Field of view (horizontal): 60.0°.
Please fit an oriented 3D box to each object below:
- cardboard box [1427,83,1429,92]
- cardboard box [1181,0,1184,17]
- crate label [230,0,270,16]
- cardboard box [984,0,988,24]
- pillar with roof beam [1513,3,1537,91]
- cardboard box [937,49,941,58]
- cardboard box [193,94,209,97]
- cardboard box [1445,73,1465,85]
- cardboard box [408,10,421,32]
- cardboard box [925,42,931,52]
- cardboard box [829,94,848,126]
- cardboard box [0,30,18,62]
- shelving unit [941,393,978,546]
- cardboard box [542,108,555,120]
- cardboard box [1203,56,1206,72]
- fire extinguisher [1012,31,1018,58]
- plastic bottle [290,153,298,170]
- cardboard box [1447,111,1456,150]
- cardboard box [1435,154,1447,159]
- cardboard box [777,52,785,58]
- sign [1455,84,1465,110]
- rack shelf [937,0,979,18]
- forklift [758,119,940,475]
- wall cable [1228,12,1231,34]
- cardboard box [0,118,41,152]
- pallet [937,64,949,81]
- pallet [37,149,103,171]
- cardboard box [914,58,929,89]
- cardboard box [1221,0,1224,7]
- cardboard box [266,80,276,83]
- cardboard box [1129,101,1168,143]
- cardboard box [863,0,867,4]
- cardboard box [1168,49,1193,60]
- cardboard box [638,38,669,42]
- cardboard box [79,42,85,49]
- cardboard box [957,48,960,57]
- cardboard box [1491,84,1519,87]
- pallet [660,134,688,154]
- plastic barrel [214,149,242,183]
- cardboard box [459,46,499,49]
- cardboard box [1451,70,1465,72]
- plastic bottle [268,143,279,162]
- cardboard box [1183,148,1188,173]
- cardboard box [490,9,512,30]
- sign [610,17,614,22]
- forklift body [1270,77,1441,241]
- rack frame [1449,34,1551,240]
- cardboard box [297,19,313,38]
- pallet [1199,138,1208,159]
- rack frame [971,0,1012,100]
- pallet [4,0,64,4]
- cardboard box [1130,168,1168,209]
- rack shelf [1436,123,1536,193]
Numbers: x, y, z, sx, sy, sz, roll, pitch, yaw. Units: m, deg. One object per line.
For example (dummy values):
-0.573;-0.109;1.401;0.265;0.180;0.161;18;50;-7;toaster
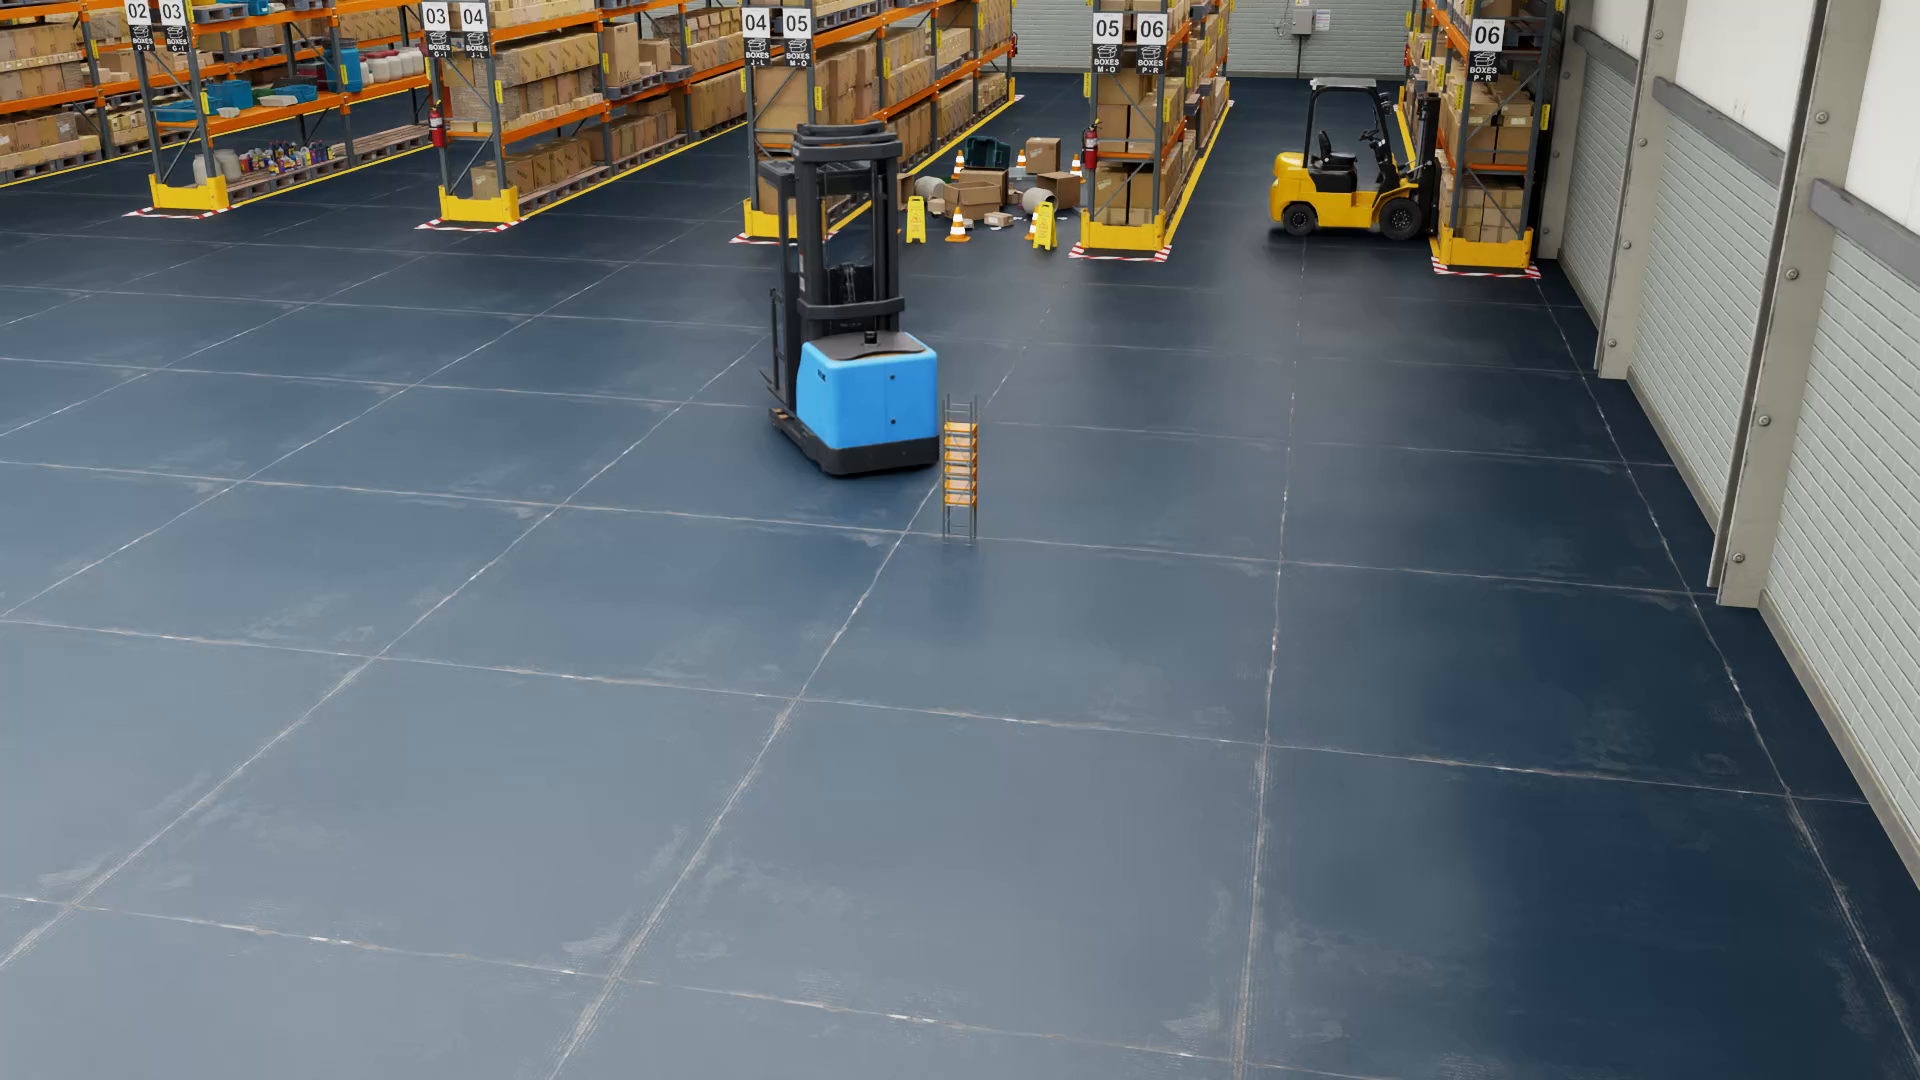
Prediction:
8.465;-7.892;29.134;0.500;0.250;0.500;5;22;11;cardboard box
3.071;-7.927;24.808;0.500;0.250;0.500;4;22;10;cardboard box
-11.543;-8.671;27.052;0.502;0.251;0.408;4;22;11;crate label
0.305;-11.271;35.453;0.500;0.500;0.500;4;22;9;cardboard box
5.196;-10.671;27.803;9.100;9.000;0.400;4;22;11;pillar with roof beam
-0.584;-9.300;31.805;0.380;0.149;0.250;6;23;13;cardboard box
-15.330;-8.963;33.962;0.500;0.311;0.500;5;22;12;cardboard box
7.623;-7.033;25.402;0.380;0.149;0.250;5;22;12;cardboard box
-13.657;-12.782;40.941;0.500;0.500;0.500;5;23;13;cardboard box
-0.647;-9.333;31.489;0.380;0.149;0.250;4;22;11;cardboard box
-2.205;-6.503;25.286;0.875;0.550;0.550;4;22;11;cardboard box
-16.672;-8.466;28.489;0.700;0.500;0.500;4;22;11;cardboard box
-0.003;-0.551;13.116;0.258;1.200;0.189;4;22;11;shelving unit
-6.707;-6.822;26.615;0.380;0.149;0.250;4;22;11;cardboard box
4.279;-8.811;30.747;0.500;0.250;0.500;4;22;11;cardboard box
1.203;-11.596;38.735;0.296;0.674;0.183;4;22;11;fire extinguisher
-11.442;-6.503;28.549;0.097;0.271;0.097;0;22;0;plastic bottle
7.224;-5.802;23.611;0.500;0.500;0.500;4;22;10;cardboard box
7.458;-5.686;25.237;0.500;0.250;0.500;4;22;11;cardboard box
-4.373;-10.800;38.435;0.875;0.875;0.875;4;22;11;cardboard box
6.634;-5.873;22.053;0.100;0.325;0.005;4;22;11;sign
-0.524;-10.612;32.635;1.077;0.370;4.000;4;22;11;rack shelf
-1.201;-2.450;15.513;1.130;2.935;3.031;-9;23;-20;forklift
6.694;-13.958;42.593;0.585;1.953;0.123;4;22;11;wall cable
-16.461;-7.063;28.990;0.500;0.500;0.500;4;22;11;cardboard box
-0.891;-9.002;31.948;1.213;0.211;1.003;4;22;11;pallet
-16.484;-6.950;30.328;1.003;0.211;1.213;4;22;11;pallet
-0.864;-8.501;30.313;0.500;0.500;0.500;4;22;11;cardboard box
5.398;-11.407;35.322;0.380;0.149;0.250;5;22;11;cardboard box
-14.782;-9.750;36.303;0.500;0.500;0.500;4;22;9;cardboard box
2.670;-5.893;23.438;0.500;0.500;0.500;4;22;10;cardboard box
-1.664;-8.438;25.914;0.380;0.149;0.250;5;22;11;cardboard box
3.560;-7.844;26.853;0.380;0.149;0.250;4;22;11;cardboard box
-5.838;-9.278;31.680;0.500;0.500;0.500;2;22;4;cardboard box
-19.658;-11.023;37.018;0.380;0.149;0.250;5;23;13;cardboard box
-0.211;-9.823;33.504;0.380;0.149;0.250;3;22;9;cardboard box
7.916;-6.522;24.131;0.380;0.149;0.250;4;22;10;cardboard box
-5.928;-7.658;32.087;1.003;0.211;1.213;4;22;11;pallet
-12.087;-6.160;27.401;0.421;0.512;0.421;0;22;0;plastic barrel
-7.433;-7.363;25.751;0.500;0.500;0.500;4;22;11;cardboard box
8.062;-7.601;27.209;0.380;0.149;0.250;5;22;11;cardboard box
-12.042;-6.795;29.167;0.144;0.351;0.185;4;22;9;plastic bottle
3.366;-6.450;28.310;0.950;0.372;0.625;6;23;14;cardboard box
-7.048;-7.790;24.867;0.500;0.250;0.500;5;22;13;cardboard box
-8.442;-12.581;40.357;0.100;0.325;0.005;4;22;11;sign
5.763;-5.618;24.424;2.313;2.155;1.214;4;22;11;forklift body
7.162;-5.179;22.198;1.000;3.000;0.127;4;22;11;rack frame
-14.964;-11.542;37.301;0.700;0.500;0.500;-3;22;-7;cardboard box
4.169;-7.471;31.622;1.003;0.211;1.213;4;22;11;pallet
0.700;-11.748;38.509;1.000;3.000;0.127;4;22;11;rack frame
-16.429;-9.568;29.198;1.003;0.211;1.213;4;22;11;pallet
2.741;-5.106;24.132;0.500;0.500;0.500;4;22;9;cardboard box
7.570;-5.577;24.149;1.077;0.370;4.000;4;22;11;rack shelf
